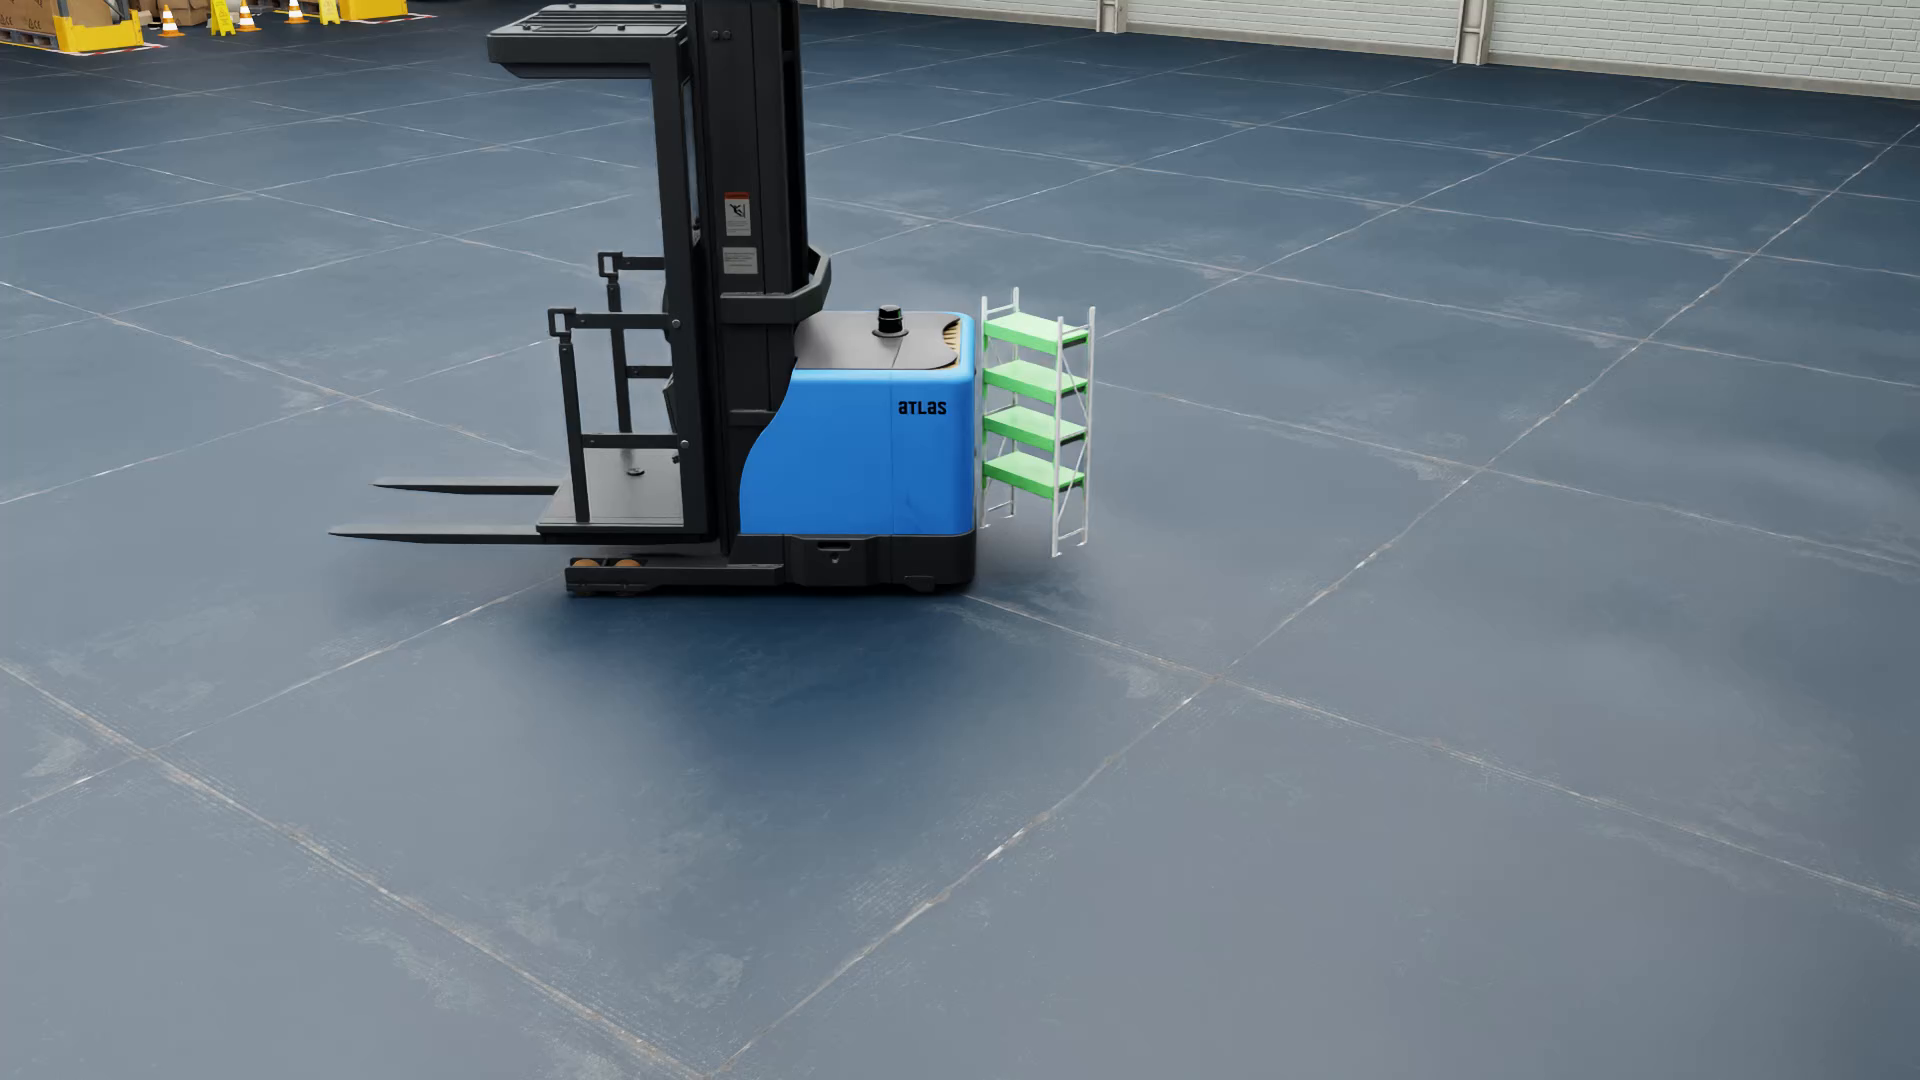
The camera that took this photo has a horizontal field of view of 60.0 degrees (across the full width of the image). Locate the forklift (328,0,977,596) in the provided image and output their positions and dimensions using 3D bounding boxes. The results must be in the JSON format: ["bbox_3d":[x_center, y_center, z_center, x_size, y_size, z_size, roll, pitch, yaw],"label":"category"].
[{"bbox_3d":[-1.438,-1.295,7.553,3.031,2.935,1.130,0,24,1],"label":"forklift"}]

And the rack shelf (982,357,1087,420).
[{"bbox_3d":[0.365,-0.730,7.982,0.258,0.148,0.480,-22,32,-40],"label":"rack shelf"}]

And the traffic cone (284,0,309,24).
[{"bbox_3d":[-11.222,-8.977,28.050,0.334,0.463,0.336,17,29,33],"label":"traffic cone"}]

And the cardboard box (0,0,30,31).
[{"bbox_3d":[-14.280,-8.403,25.716,0.875,0.875,0.875,16,29,32],"label":"cardboard box"}]

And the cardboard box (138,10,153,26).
[{"bbox_3d":[-13.713,-8.723,27.719,0.396,0.266,0.258,-21,31,-39],"label":"cardboard box"}]

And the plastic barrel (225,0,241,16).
[{"bbox_3d":[-12.665,-9.282,28.792,0.512,0.421,0.421,-5,24,-12],"label":"plastic barrel"}]

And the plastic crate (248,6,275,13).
[{"bbox_3d":[-12.541,-9.437,29.569,0.583,0.080,0.402,7,25,15],"label":"plastic crate"}]

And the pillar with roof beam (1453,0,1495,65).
[{"bbox_3d":[4.674,-9.515,18.685,0.400,9.000,9.100,17,29,33],"label":"pillar with roof beam"}]

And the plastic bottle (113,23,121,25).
[{"bbox_3d":[-13.899,-8.475,27.409,0.133,0.061,0.283,7,25,15],"label":"plastic bottle"}]

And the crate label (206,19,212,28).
[{"bbox_3d":[-12.282,-8.558,27.503,0.298,0.136,0.250,3,24,6],"label":"crate label"}]

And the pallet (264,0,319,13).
[{"bbox_3d":[-11.766,-9.695,29.993,1.213,0.211,1.003,17,29,33],"label":"pallet"}]

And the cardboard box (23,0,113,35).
[{"bbox_3d":[-13.575,-8.191,25.235,0.875,0.875,0.875,17,29,34],"label":"cardboard box"}]

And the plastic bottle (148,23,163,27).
[{"bbox_3d":[-13.344,-8.528,27.530,0.283,0.061,0.133,7,25,15],"label":"plastic bottle"}]

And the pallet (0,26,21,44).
[{"bbox_3d":[-14.651,-8.016,26.181,1.213,0.211,1.003,17,29,33],"label":"pallet"}]

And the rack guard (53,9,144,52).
[{"bbox_3d":[-12.973,-7.679,25.058,0.348,0.500,1.175,17,29,33],"label":"rack guard"}]

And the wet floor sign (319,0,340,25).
[{"bbox_3d":[-10.594,-8.982,27.834,0.267,0.644,0.232,-15,28,-30],"label":"wet floor sign"}]

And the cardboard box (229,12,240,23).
[{"bbox_3d":[-12.364,-8.811,28.062,0.380,0.149,0.250,-10,26,-21],"label":"cardboard box"}]

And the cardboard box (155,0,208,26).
[{"bbox_3d":[-13.029,-8.916,27.861,0.637,0.503,0.797,-1,24,-3],"label":"cardboard box"}]

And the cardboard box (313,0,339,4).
[{"bbox_3d":[-10.932,-9.498,28.977,0.500,0.250,0.500,17,29,33],"label":"cardboard box"}]

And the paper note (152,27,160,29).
[{"bbox_3d":[-13.196,-8.386,27.247,0.144,0.017,0.142,-15,28,-30],"label":"paper note"}]

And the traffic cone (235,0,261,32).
[{"bbox_3d":[-11.616,-8.537,27.051,0.334,0.463,0.336,17,29,33],"label":"traffic cone"}]

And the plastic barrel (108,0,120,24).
[{"bbox_3d":[-14.366,-8.838,27.783,0.512,0.421,0.421,-5,24,-12],"label":"plastic barrel"}]

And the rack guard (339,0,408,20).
[{"bbox_3d":[-10.166,-9.325,28.793,0.348,0.500,1.175,17,29,33],"label":"rack guard"}]

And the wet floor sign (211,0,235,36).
[{"bbox_3d":[-11.782,-8.383,26.476,0.232,0.644,0.267,12,26,24],"label":"wet floor sign"}]

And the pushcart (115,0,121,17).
[{"bbox_3d":[-14.633,-9.470,29.274,0.936,0.377,1.648,7,25,15],"label":"pushcart"}]

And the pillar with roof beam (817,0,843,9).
[{"bbox_3d":[-4.928,-12.417,25.271,0.400,9.000,9.100,17,29,33],"label":"pillar with roof beam"}]

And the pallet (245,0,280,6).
[{"bbox_3d":[-12.747,-9.990,30.662,1.213,0.211,1.003,17,29,33],"label":"pallet"}]

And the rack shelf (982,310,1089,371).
[{"bbox_3d":[0.365,-0.949,7.885,0.258,0.148,0.480,-22,32,-40],"label":"rack shelf"}]

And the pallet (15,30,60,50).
[{"bbox_3d":[-13.679,-7.721,25.511,1.213,0.211,1.003,17,29,33],"label":"pallet"}]

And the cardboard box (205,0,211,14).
[{"bbox_3d":[-13.264,-9.577,29.362,0.500,0.500,0.500,-5,24,-12],"label":"cardboard box"}]

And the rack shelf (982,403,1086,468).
[{"bbox_3d":[0.365,-0.510,8.078,0.258,0.148,0.480,-22,32,-40],"label":"rack shelf"}]

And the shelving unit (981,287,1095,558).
[{"bbox_3d":[0.365,-0.569,8.053,0.258,1.200,0.503,-22,32,-40],"label":"shelving unit"}]

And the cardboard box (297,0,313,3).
[{"bbox_3d":[-11.323,-9.620,29.254,0.500,0.250,0.500,17,29,33],"label":"cardboard box"}]

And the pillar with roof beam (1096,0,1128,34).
[{"bbox_3d":[-0.127,-10.966,21.978,0.400,9.000,9.100,17,29,33],"label":"pillar with roof beam"}]

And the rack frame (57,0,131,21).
[{"bbox_3d":[-12.993,-8.829,24.567,0.127,3.000,1.000,17,29,33],"label":"rack frame"}]

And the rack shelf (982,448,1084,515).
[{"bbox_3d":[0.365,-0.291,8.175,0.258,0.148,0.480,-22,32,-40],"label":"rack shelf"}]

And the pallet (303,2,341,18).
[{"bbox_3d":[-10.794,-9.400,29.323,1.213,0.211,1.003,17,29,33],"label":"pallet"}]

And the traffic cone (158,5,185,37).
[{"bbox_3d":[-12.566,-8.254,26.410,0.334,0.463,0.336,17,29,33],"label":"traffic cone"}]

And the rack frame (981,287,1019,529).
[{"bbox_3d":[0.194,-0.639,8.212,0.240,1.200,0.015,-22,32,-40],"label":"rack frame"}]

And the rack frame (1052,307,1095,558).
[{"bbox_3d":[0.537,-0.499,7.894,0.240,1.200,0.015,-22,32,-40],"label":"rack frame"}]

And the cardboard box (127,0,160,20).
[{"bbox_3d":[-13.782,-9.201,28.341,0.503,0.637,0.797,17,29,33],"label":"cardboard box"}]
